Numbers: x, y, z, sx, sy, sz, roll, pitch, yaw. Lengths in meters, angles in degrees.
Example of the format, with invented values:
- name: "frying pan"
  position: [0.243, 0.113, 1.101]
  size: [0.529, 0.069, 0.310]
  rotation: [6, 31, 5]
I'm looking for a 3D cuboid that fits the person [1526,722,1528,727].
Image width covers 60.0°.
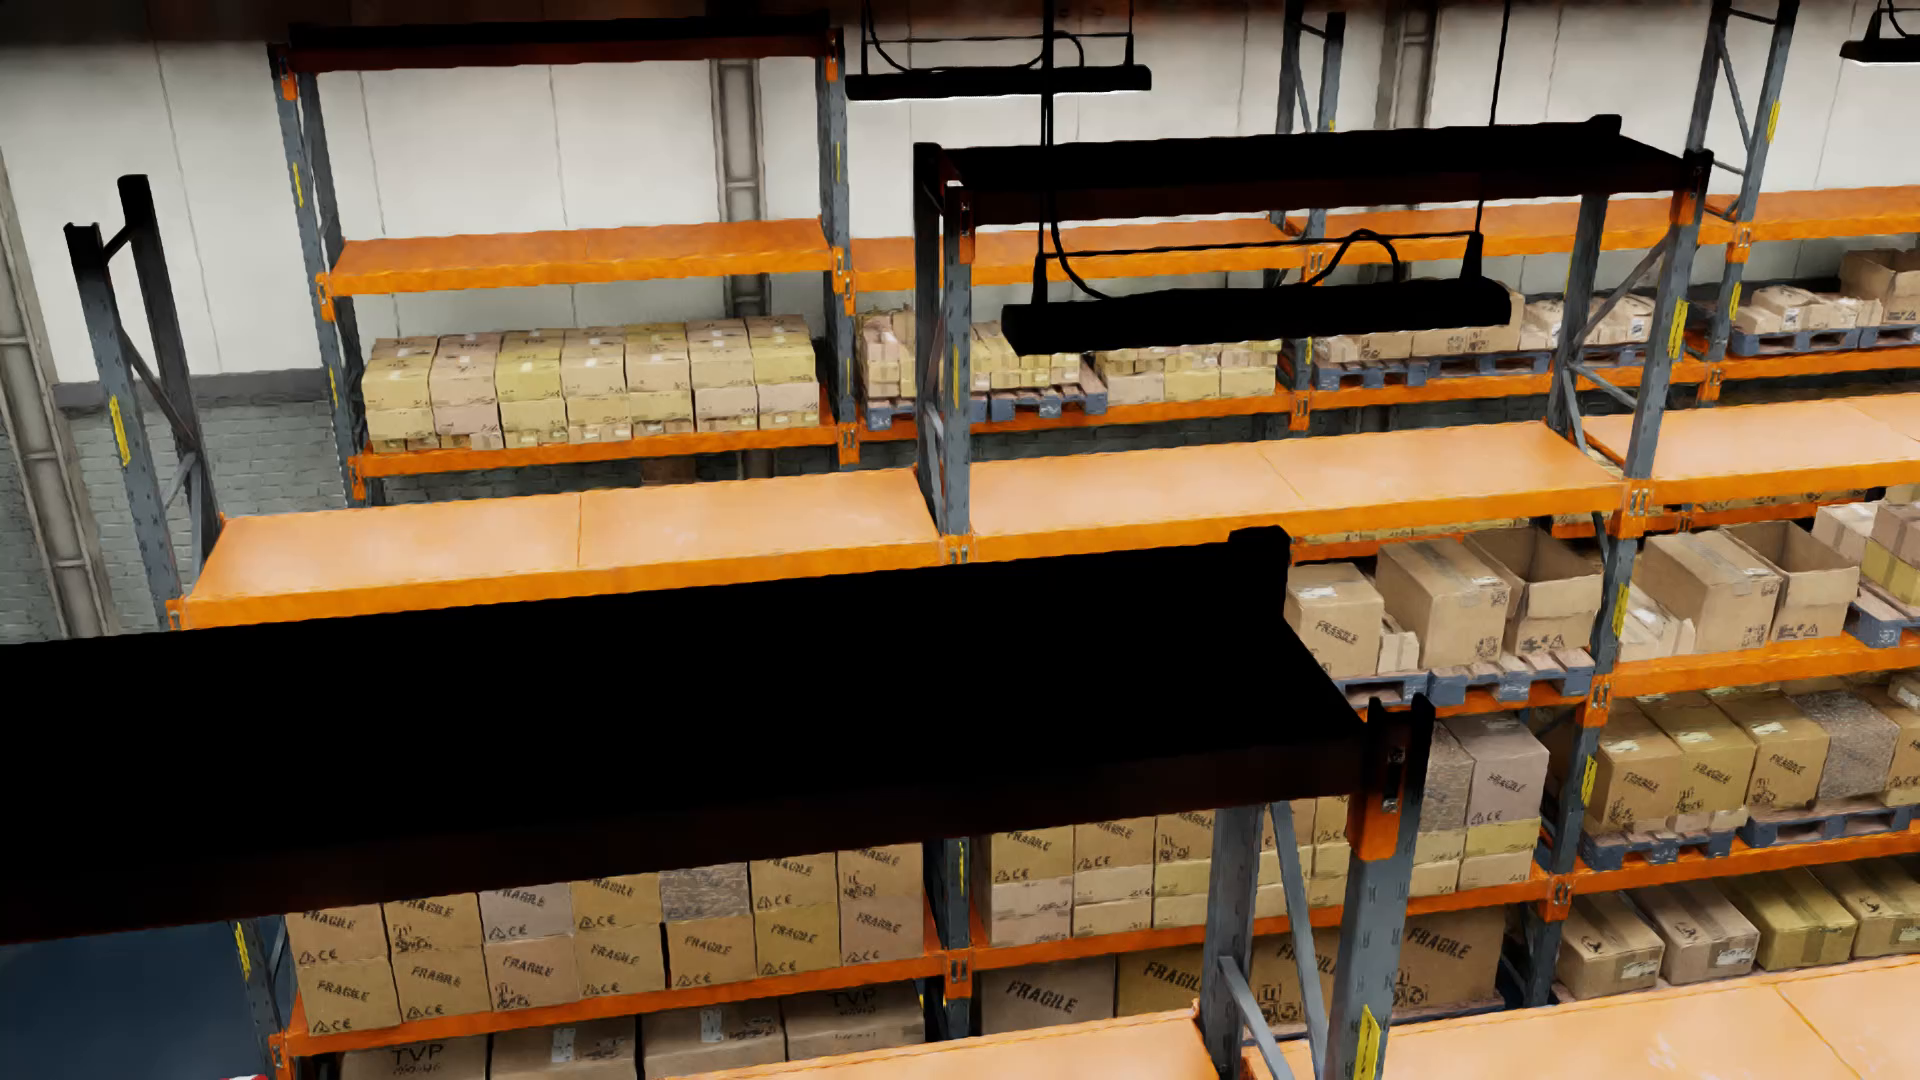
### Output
- name: "person"
  position: [4.803, 1.481, 13.194]
  size: [0.588, 1.759, 0.504]
  rotation: [9, 27, 17]
